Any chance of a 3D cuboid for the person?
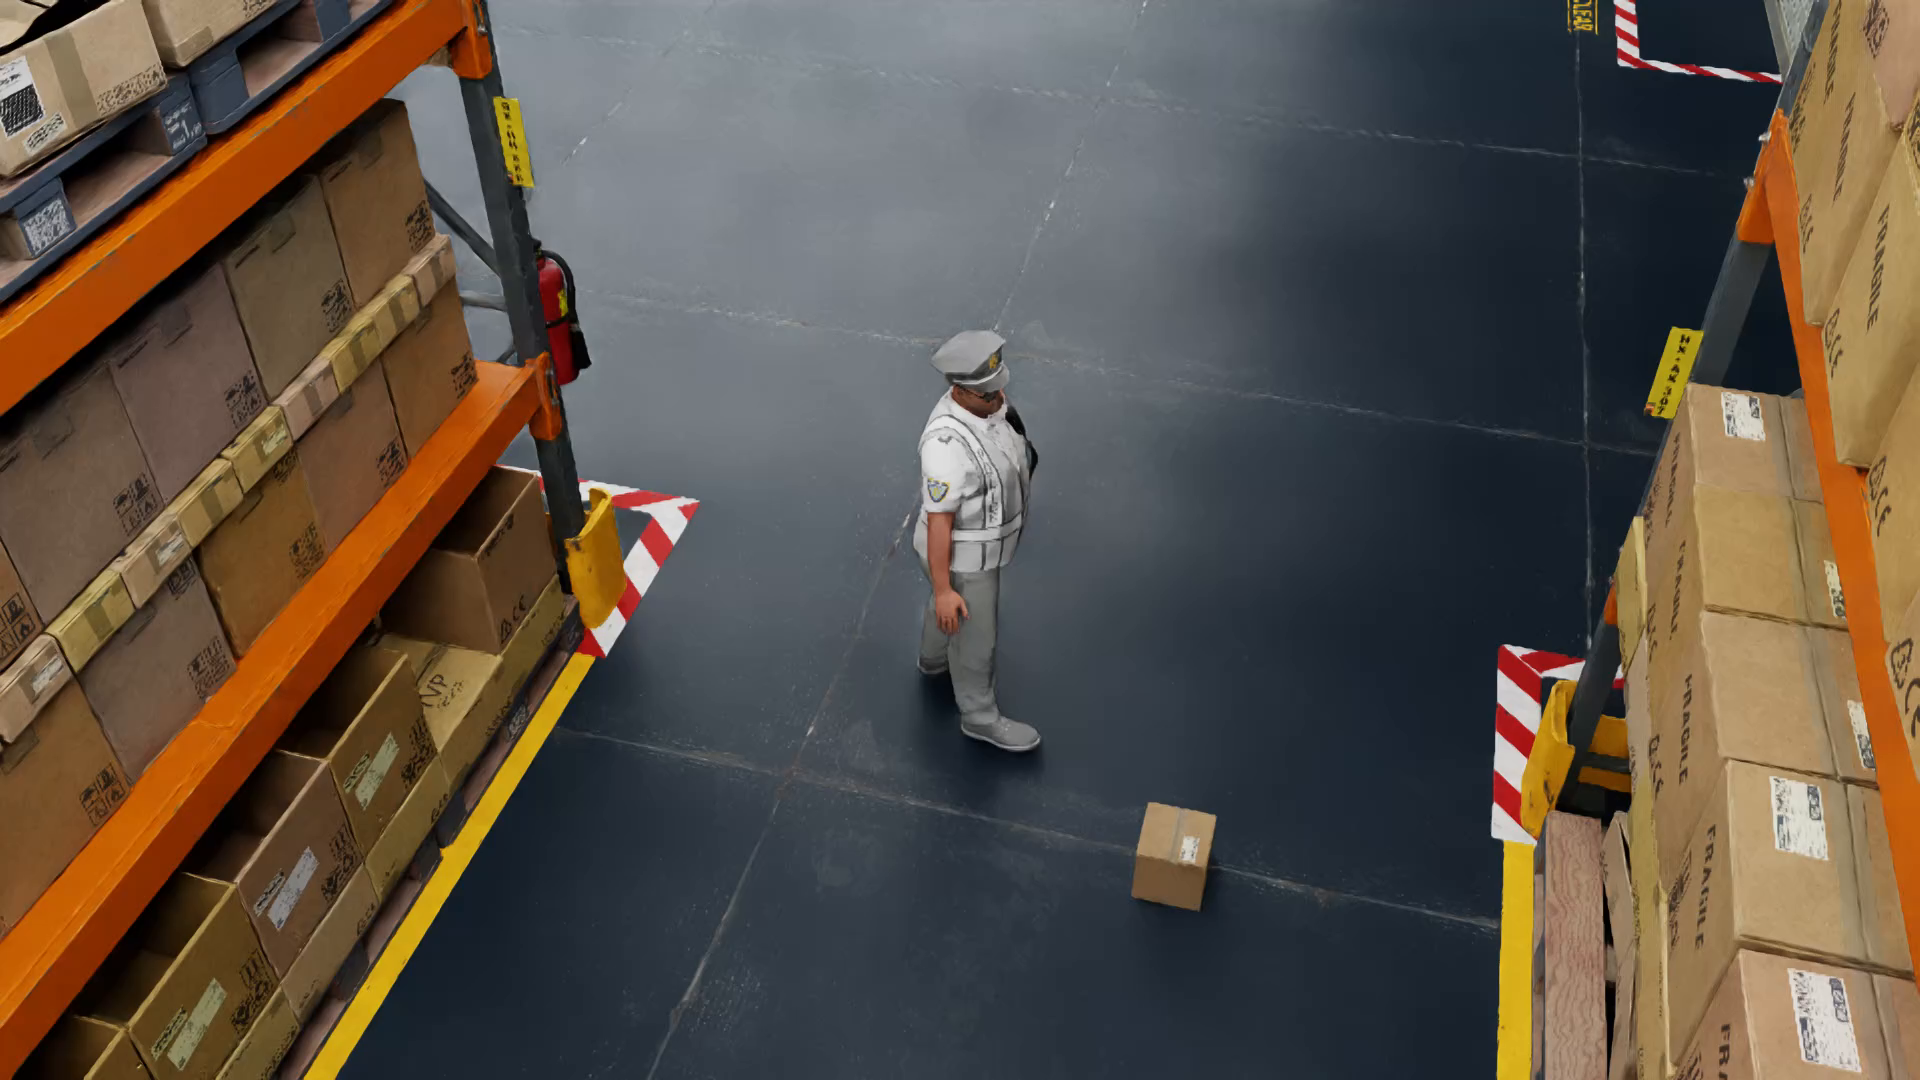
[{"bbox_3d":[0.068,0.011,6.108,0.592,1.750,0.717,11,42,12],"label":"person"}]
